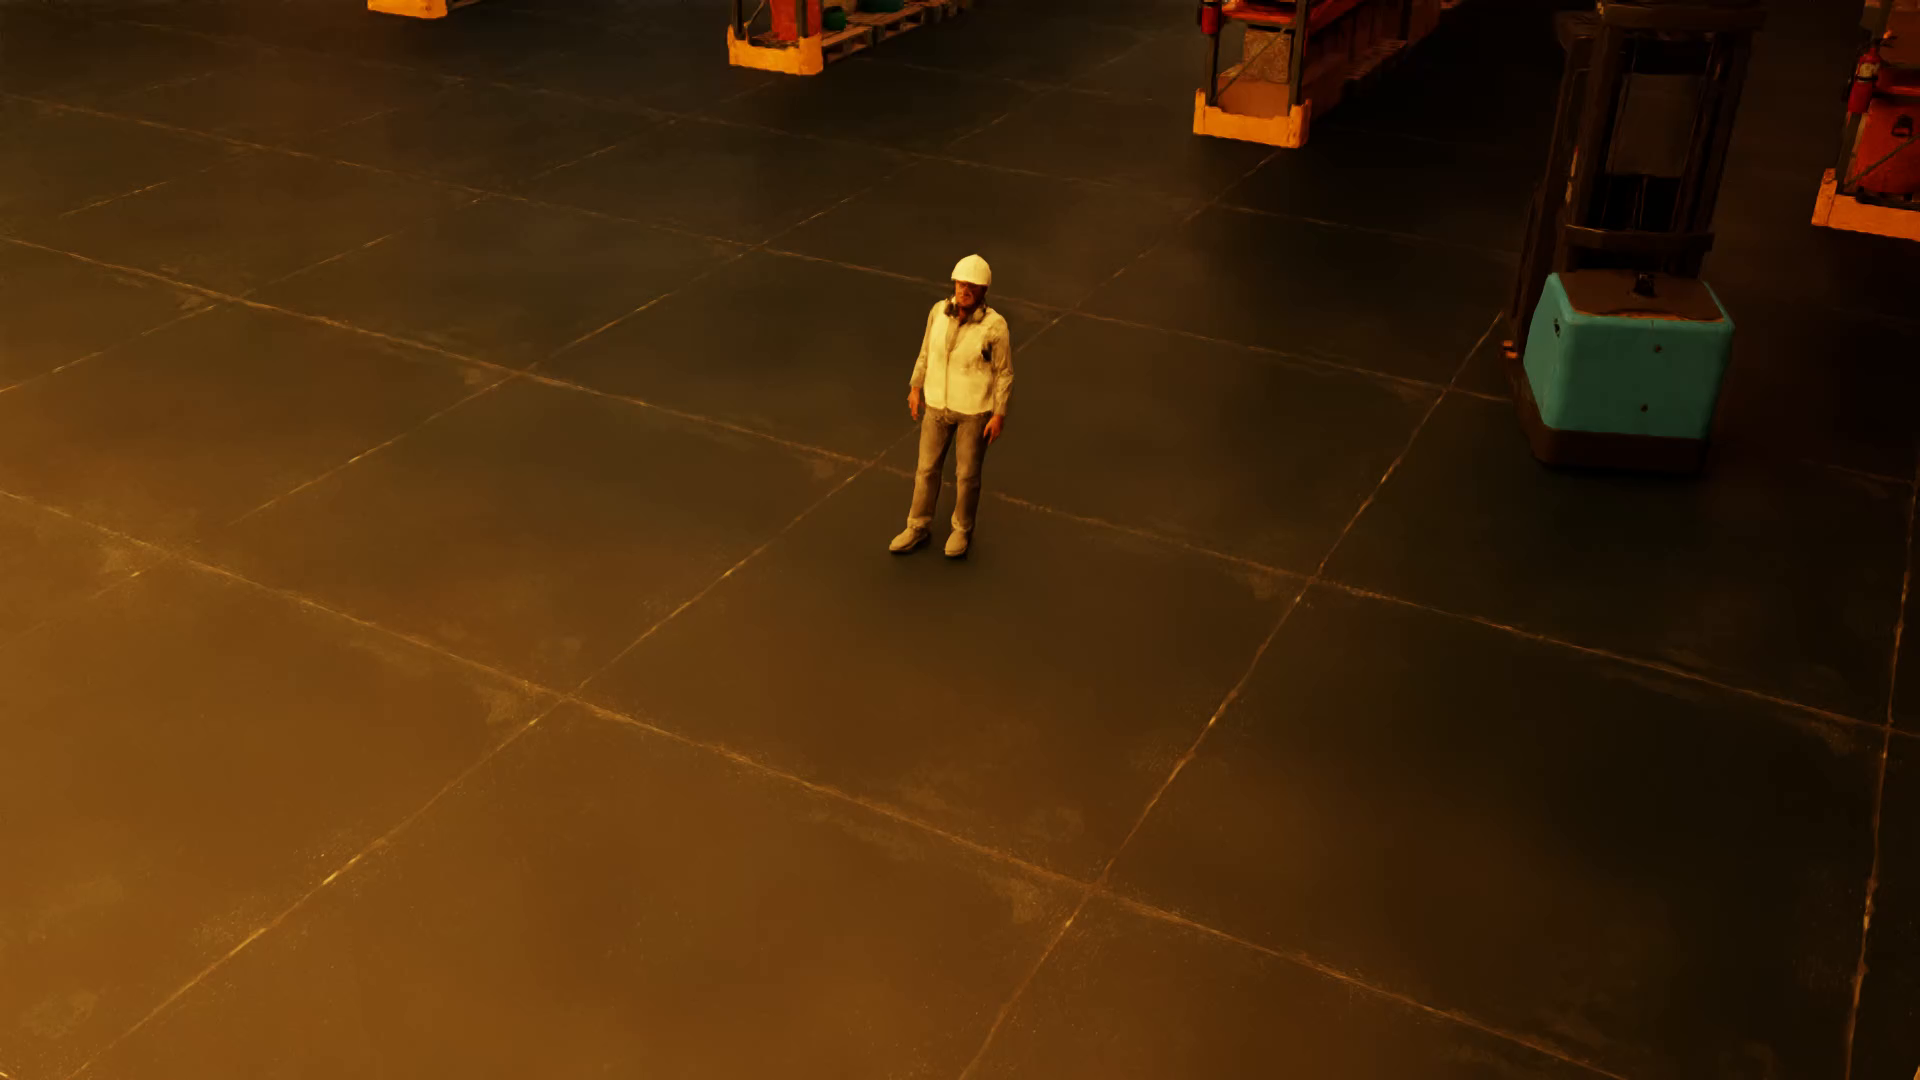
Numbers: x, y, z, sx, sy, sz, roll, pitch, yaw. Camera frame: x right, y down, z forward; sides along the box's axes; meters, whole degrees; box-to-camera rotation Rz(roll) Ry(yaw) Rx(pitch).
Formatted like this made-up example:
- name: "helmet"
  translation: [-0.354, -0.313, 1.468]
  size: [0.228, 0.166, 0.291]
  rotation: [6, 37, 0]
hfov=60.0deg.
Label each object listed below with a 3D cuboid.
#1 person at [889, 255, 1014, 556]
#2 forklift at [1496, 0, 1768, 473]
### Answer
- name: "person"
  translation: [-0.037, -0.749, 9.512]
  size: [0.632, 1.773, 0.567]
  rotation: [15, 33, 25]
- name: "forklift"
  translation: [4.473, -2.413, 11.251]
  size: [1.130, 2.935, 3.031]
  rotation: [4, 30, 8]
